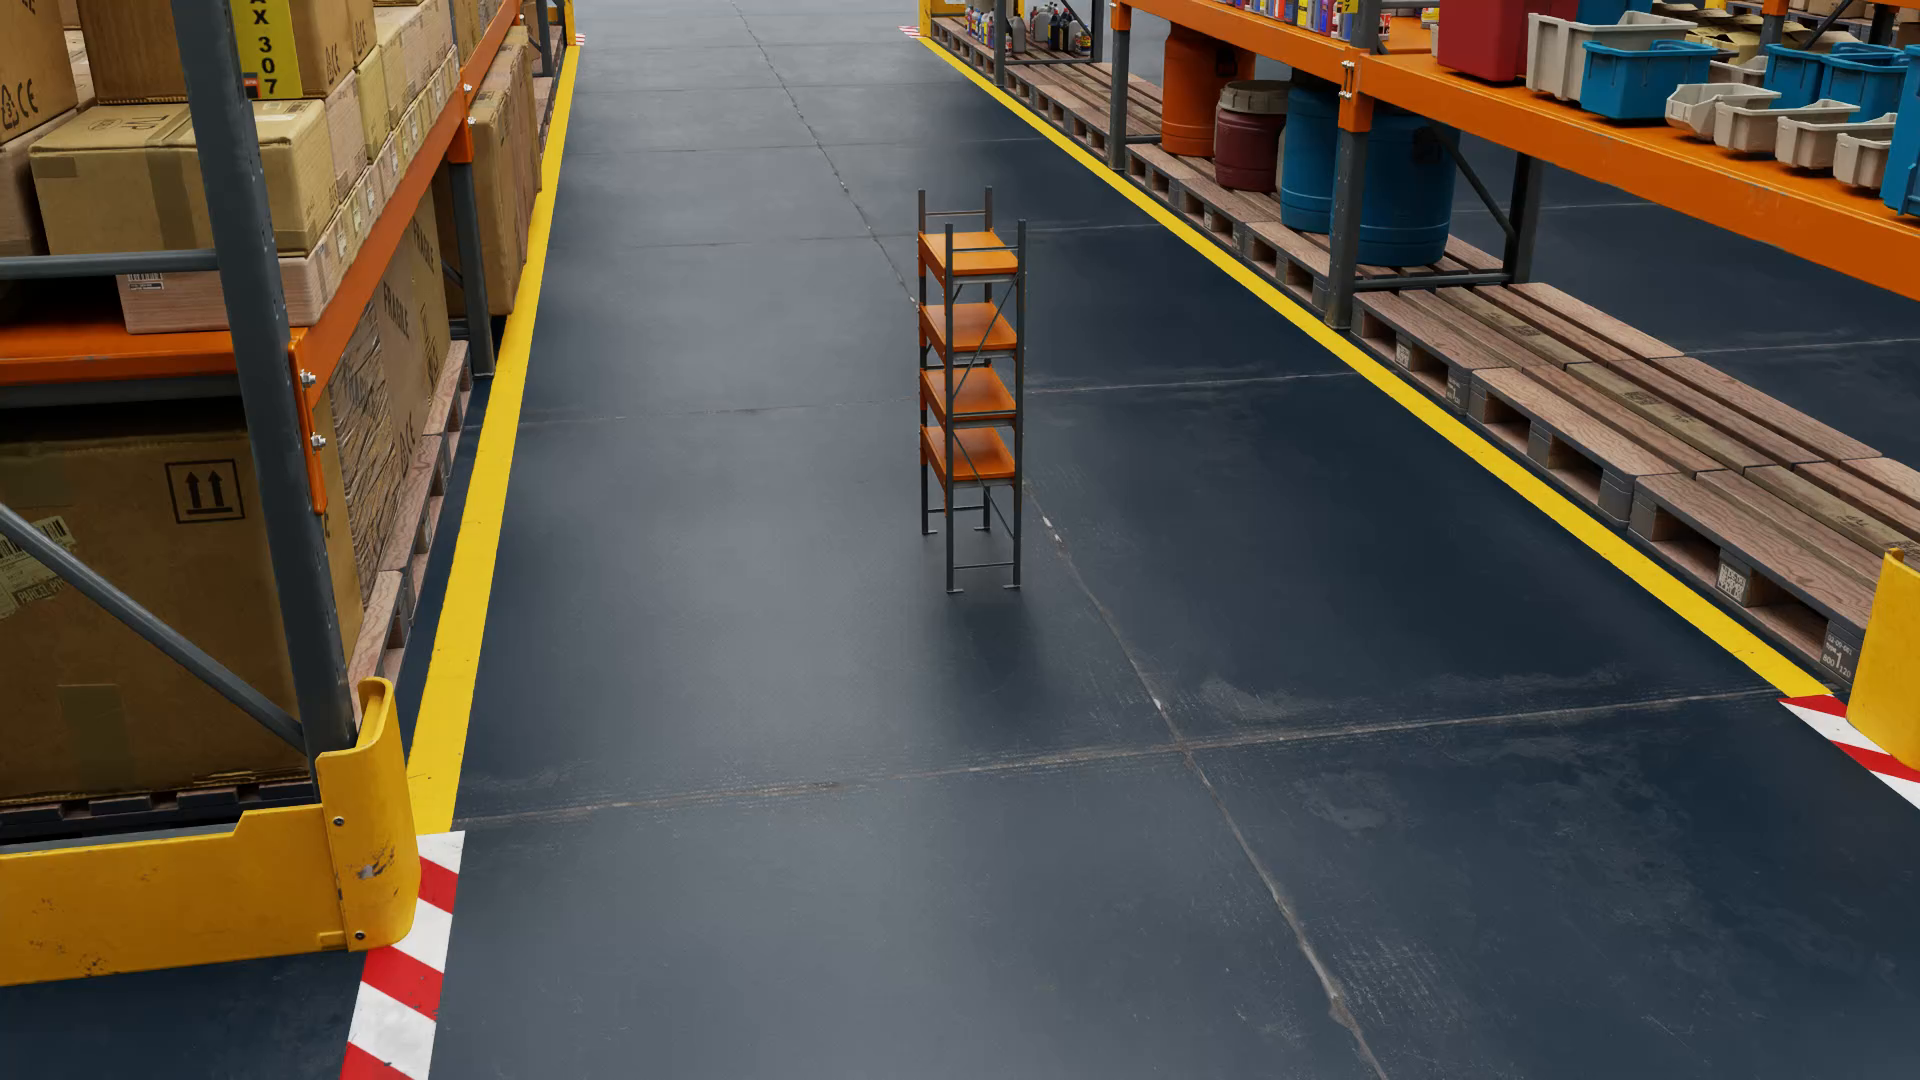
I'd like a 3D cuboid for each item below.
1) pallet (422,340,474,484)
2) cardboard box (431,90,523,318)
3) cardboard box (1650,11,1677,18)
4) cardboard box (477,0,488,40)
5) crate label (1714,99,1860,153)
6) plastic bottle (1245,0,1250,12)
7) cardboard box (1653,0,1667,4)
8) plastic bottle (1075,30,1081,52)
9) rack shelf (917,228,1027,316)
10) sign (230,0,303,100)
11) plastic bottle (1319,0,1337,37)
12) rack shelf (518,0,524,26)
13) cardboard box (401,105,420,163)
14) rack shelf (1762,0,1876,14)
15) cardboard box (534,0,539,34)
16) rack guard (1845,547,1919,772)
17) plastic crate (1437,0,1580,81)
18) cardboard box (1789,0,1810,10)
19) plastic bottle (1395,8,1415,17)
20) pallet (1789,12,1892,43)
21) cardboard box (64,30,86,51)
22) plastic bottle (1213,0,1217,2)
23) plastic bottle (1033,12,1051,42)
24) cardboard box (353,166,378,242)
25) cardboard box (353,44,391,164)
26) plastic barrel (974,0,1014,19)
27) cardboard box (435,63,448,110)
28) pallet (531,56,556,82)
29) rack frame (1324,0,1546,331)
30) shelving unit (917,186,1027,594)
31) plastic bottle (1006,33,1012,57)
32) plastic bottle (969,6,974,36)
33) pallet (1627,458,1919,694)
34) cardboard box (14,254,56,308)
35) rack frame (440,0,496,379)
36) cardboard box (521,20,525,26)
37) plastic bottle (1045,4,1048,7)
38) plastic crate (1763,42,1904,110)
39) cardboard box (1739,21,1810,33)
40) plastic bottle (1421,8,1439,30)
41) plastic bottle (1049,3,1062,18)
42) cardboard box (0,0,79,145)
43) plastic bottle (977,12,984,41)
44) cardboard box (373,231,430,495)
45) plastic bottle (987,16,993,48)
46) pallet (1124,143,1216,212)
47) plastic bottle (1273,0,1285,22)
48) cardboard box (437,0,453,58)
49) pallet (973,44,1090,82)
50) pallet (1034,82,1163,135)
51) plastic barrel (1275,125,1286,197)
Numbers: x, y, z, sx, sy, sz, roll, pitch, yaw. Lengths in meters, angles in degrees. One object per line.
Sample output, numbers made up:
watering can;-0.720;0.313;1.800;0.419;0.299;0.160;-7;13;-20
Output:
pallet;-2.512;-0.499;6.629;1.003;0.211;1.213;-4;24;-10
cardboard box;-2.714;-1.551;7.683;1.225;0.875;0.875;-4;24;-10
cardboard box;5.798;-4.364;14.204;0.500;0.311;0.500;-4;24;-8
cardboard box;-2.601;-2.722;8.109;0.500;0.500;0.500;-5;24;-11
crate label;2.588;-1.312;5.260;0.396;0.136;0.243;-4;24;-10
plastic bottle;1.624;-3.018;9.161;0.097;0.201;0.097;0;24;0
cardboard box;6.140;-4.807;15.219;0.500;0.311;0.500;-4;24;-8
plastic bottle;1.147;-4.752;15.829;0.097;0.201;0.097;0;24;0
rack shelf;0.031;-0.845;5.203;0.258;0.148;0.480;-4;24;-10
sign;-1.290;-0.980;3.066;0.100;0.325;0.005;-4;24;-10
plastic bottle;1.813;-2.614;8.132;0.061;0.283;0.133;-4;24;-10
rack shelf;-3.685;-4.112;12.316;1.077;0.370;4.000;-4;24;-10
cardboard box;-1.914;-1.265;5.213;0.380;0.149;0.250;-4;24;-9
rack shelf;6.051;-4.844;13.992;1.077;0.370;4.000;-4;24;-10
cardboard box;-4.552;-5.369;16.895;0.500;0.500;0.500;2;24;4
rack guard;3.048;0.279;4.487;1.175;0.500;0.348;-4;24;-10
plastic crate;2.210;-2.135;6.737;0.402;0.464;0.583;-4;24;-10
cardboard box;9.954;-6.368;19.392;0.500;0.311;0.500;-2;24;-5
plastic bottle;2.409;-2.966;8.948;0.152;0.276;0.135;-4;24;-10
pallet;10.161;-5.793;18.750;1.003;0.211;1.213;-4;24;-10
cardboard box;-2.475;-1.351;4.912;0.500;0.250;0.500;-4;24;-10
plastic bottle;1.522;-3.267;9.643;0.097;0.271;0.097;0;24;0
plastic bottle;0.816;-5.117;16.572;0.152;0.276;0.135;-4;24;-10
cardboard box;-1.723;-0.861;4.288;0.380;0.149;0.250;-5;24;-11
cardboard box;-1.852;-1.187;4.535;0.500;0.250;0.500;-5;24;-12
plastic barrel;0.362;-5.770;17.798;0.421;0.512;0.421;0;24;0
cardboard box;-2.102;-1.669;6.137;0.380;0.149;0.250;-5;24;-11
pallet;-4.214;-4.212;15.131;1.003;0.211;1.213;-4;24;-10
rack frame;2.292;-2.448;7.608;1.000;3.000;0.127;-4;24;-10
shelving unit;0.031;-0.485;5.361;0.258;1.200;0.503;-4;24;-10
plastic bottle;0.439;-4.634;15.559;0.097;0.201;0.097;0;24;0
plastic bottle;0.126;-5.299;16.978;0.061;0.283;0.133;-4;24;-9
pallet;2.917;0.076;5.313;1.003;0.211;1.213;-4;24;-10
cardboard box;-2.275;-0.611;3.715;0.380;0.149;0.250;-4;24;-9
rack frame;-2.576;-2.082;6.769;1.000;3.000;0.127;-4;24;-10
cardboard box;-3.963;-4.041;13.829;0.700;0.500;0.500;-6;24;-14
plastic bottle;0.883;-5.391;17.189;0.061;0.283;0.133;-4;24;-8
plastic crate;3.010;-1.583;5.761;0.416;0.233;0.300;-4;24;-10
cardboard box;6.507;-4.010;13.394;0.500;0.311;0.500;-5;24;-11
plastic bottle;2.394;-2.695;8.421;0.097;0.201;0.097;0;24;0
plastic bottle;0.957;-5.172;16.605;0.144;0.351;0.185;-4;24;-10
cardboard box;-2.185;-1.092;3.381;0.500;0.500;0.500;-4;24;-9
plastic bottle;0.221;-5.130;16.606;0.097;0.271;0.097;0;24;0
cardboard box;-2.366;-0.681;5.691;0.875;0.875;0.875;-4;24;-10
plastic bottle;0.303;-4.920;16.112;0.061;0.283;0.133;-3;24;-6
pallet;1.739;-2.437;11.066;1.003;0.211;1.213;-4;24;-10
plastic bottle;1.740;-2.865;8.716;0.152;0.276;0.135;-4;24;-10
cardboard box;-2.236;-1.995;6.386;0.500;0.250;0.500;-5;24;-11
pallet;0.729;-4.584;15.983;1.003;0.211;1.213;-4;24;-10
pallet;1.225;-3.530;13.569;1.003;0.211;1.213;-4;24;-10
plastic barrel;2.060;-2.223;9.676;0.421;0.512;0.421;0;24;0
